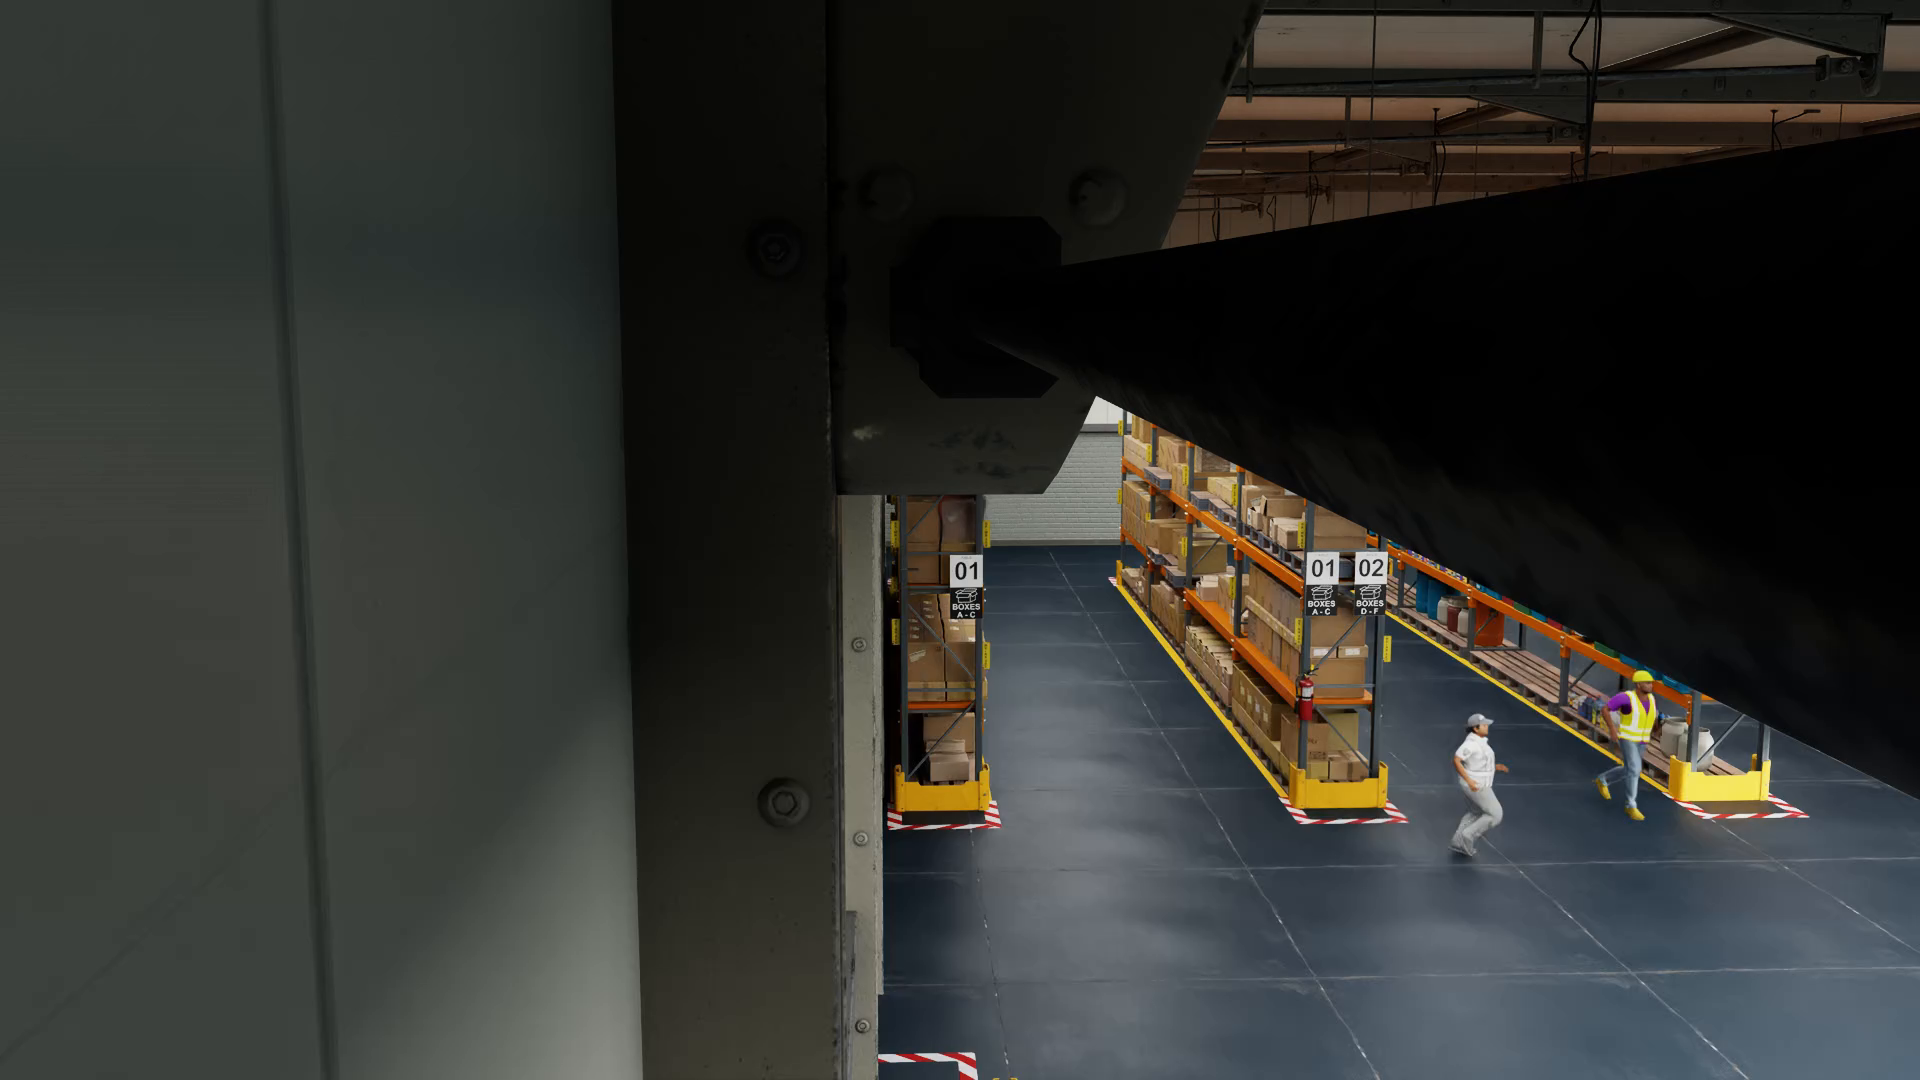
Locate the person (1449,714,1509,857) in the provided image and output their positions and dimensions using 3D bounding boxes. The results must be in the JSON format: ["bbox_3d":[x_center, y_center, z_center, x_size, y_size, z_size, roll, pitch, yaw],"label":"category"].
[{"bbox_3d":[5.846,2.759,18.705,0.604,1.627,0.583,3,9,20],"label":"person"}]

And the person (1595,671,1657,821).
[{"bbox_3d":[8.307,2.472,20.519,0.690,1.748,0.911,-4,9,-24],"label":"person"}]
